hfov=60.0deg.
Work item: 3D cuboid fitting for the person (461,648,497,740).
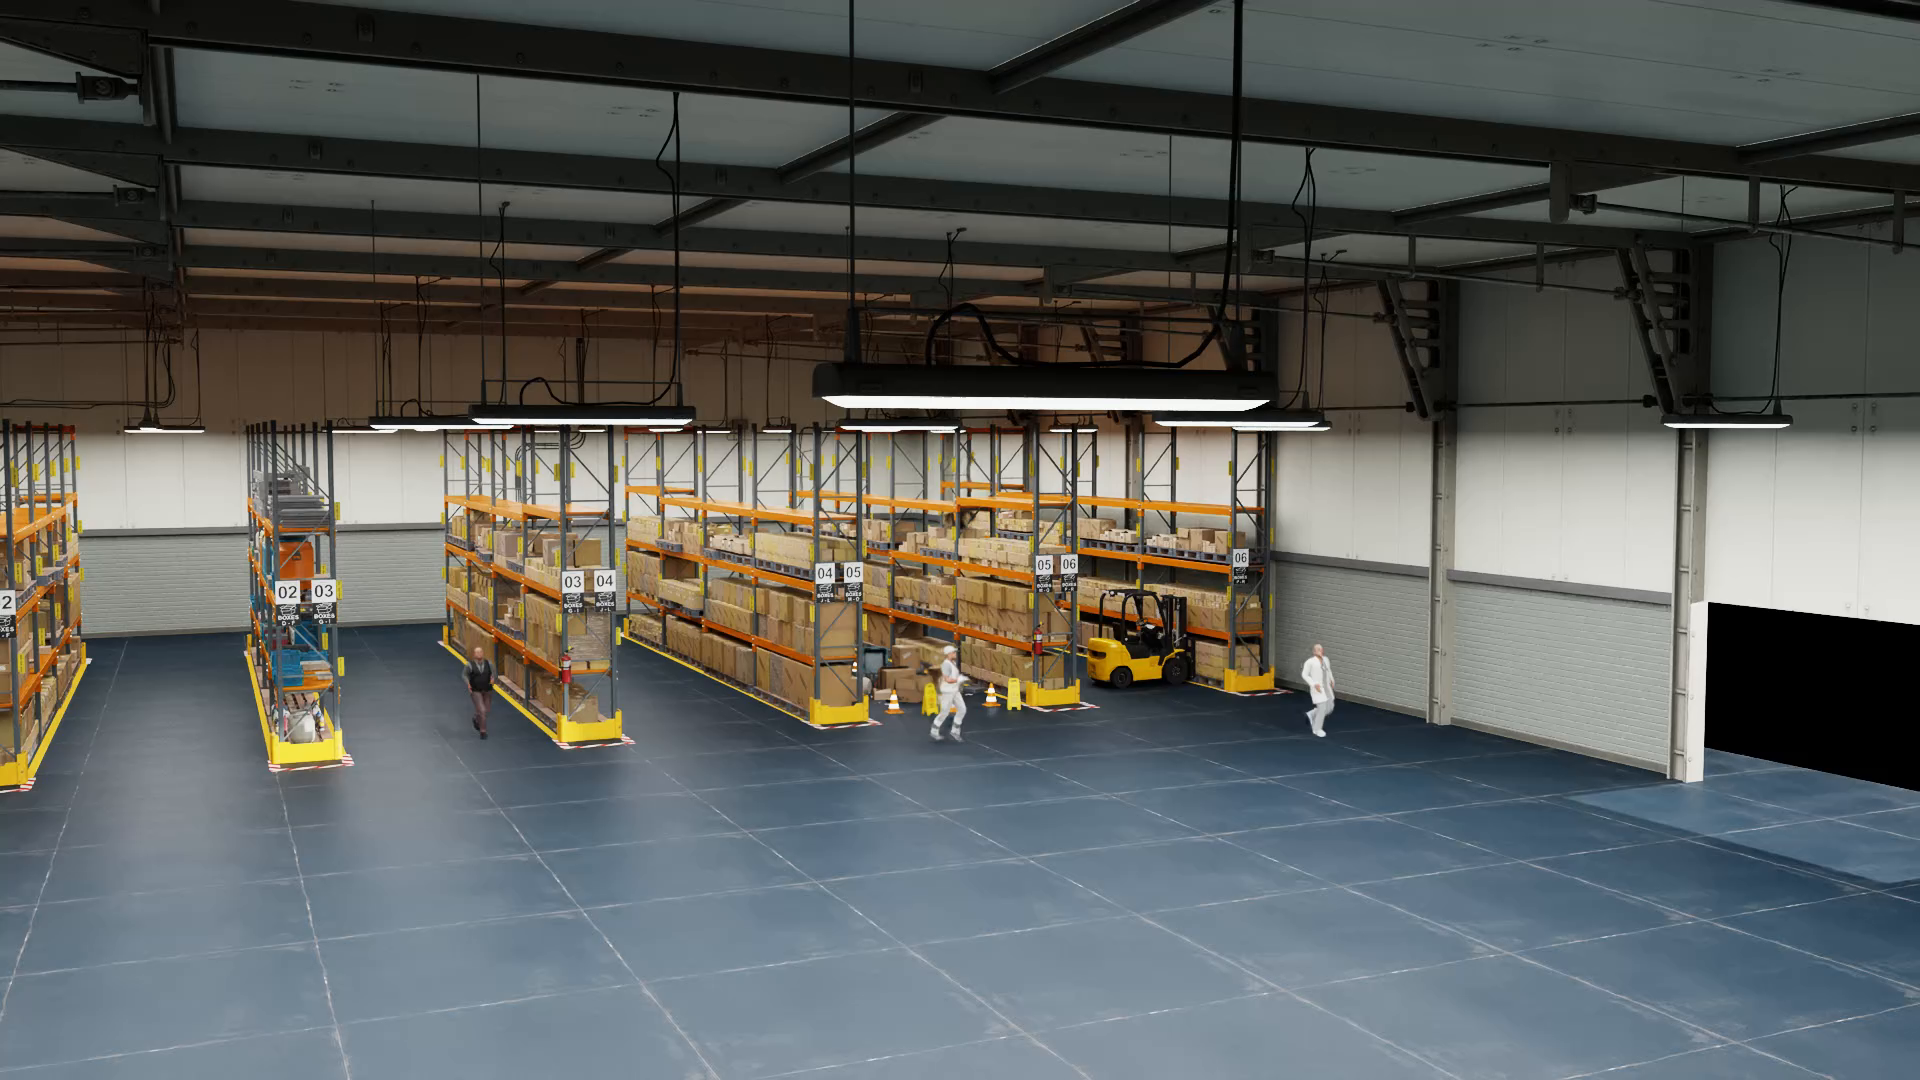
[{"bbox_3d":[-9.132,2.899,31.667,0.656,1.722,0.800,-2,4,-33],"label":"person"}]

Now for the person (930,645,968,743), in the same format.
[{"bbox_3d":[-0.186,2.888,31.049,0.776,1.851,0.665,1,4,22],"label":"person"}]

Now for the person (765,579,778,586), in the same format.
[{"bbox_3d":[-5.778,1.663,50.815,0.927,1.794,0.678,-1,4,-15],"label":"person"}]

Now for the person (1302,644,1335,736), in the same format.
[{"bbox_3d":[6.871,2.868,31.879,0.711,1.745,0.602,-2,4,-30],"label":"person"}]
